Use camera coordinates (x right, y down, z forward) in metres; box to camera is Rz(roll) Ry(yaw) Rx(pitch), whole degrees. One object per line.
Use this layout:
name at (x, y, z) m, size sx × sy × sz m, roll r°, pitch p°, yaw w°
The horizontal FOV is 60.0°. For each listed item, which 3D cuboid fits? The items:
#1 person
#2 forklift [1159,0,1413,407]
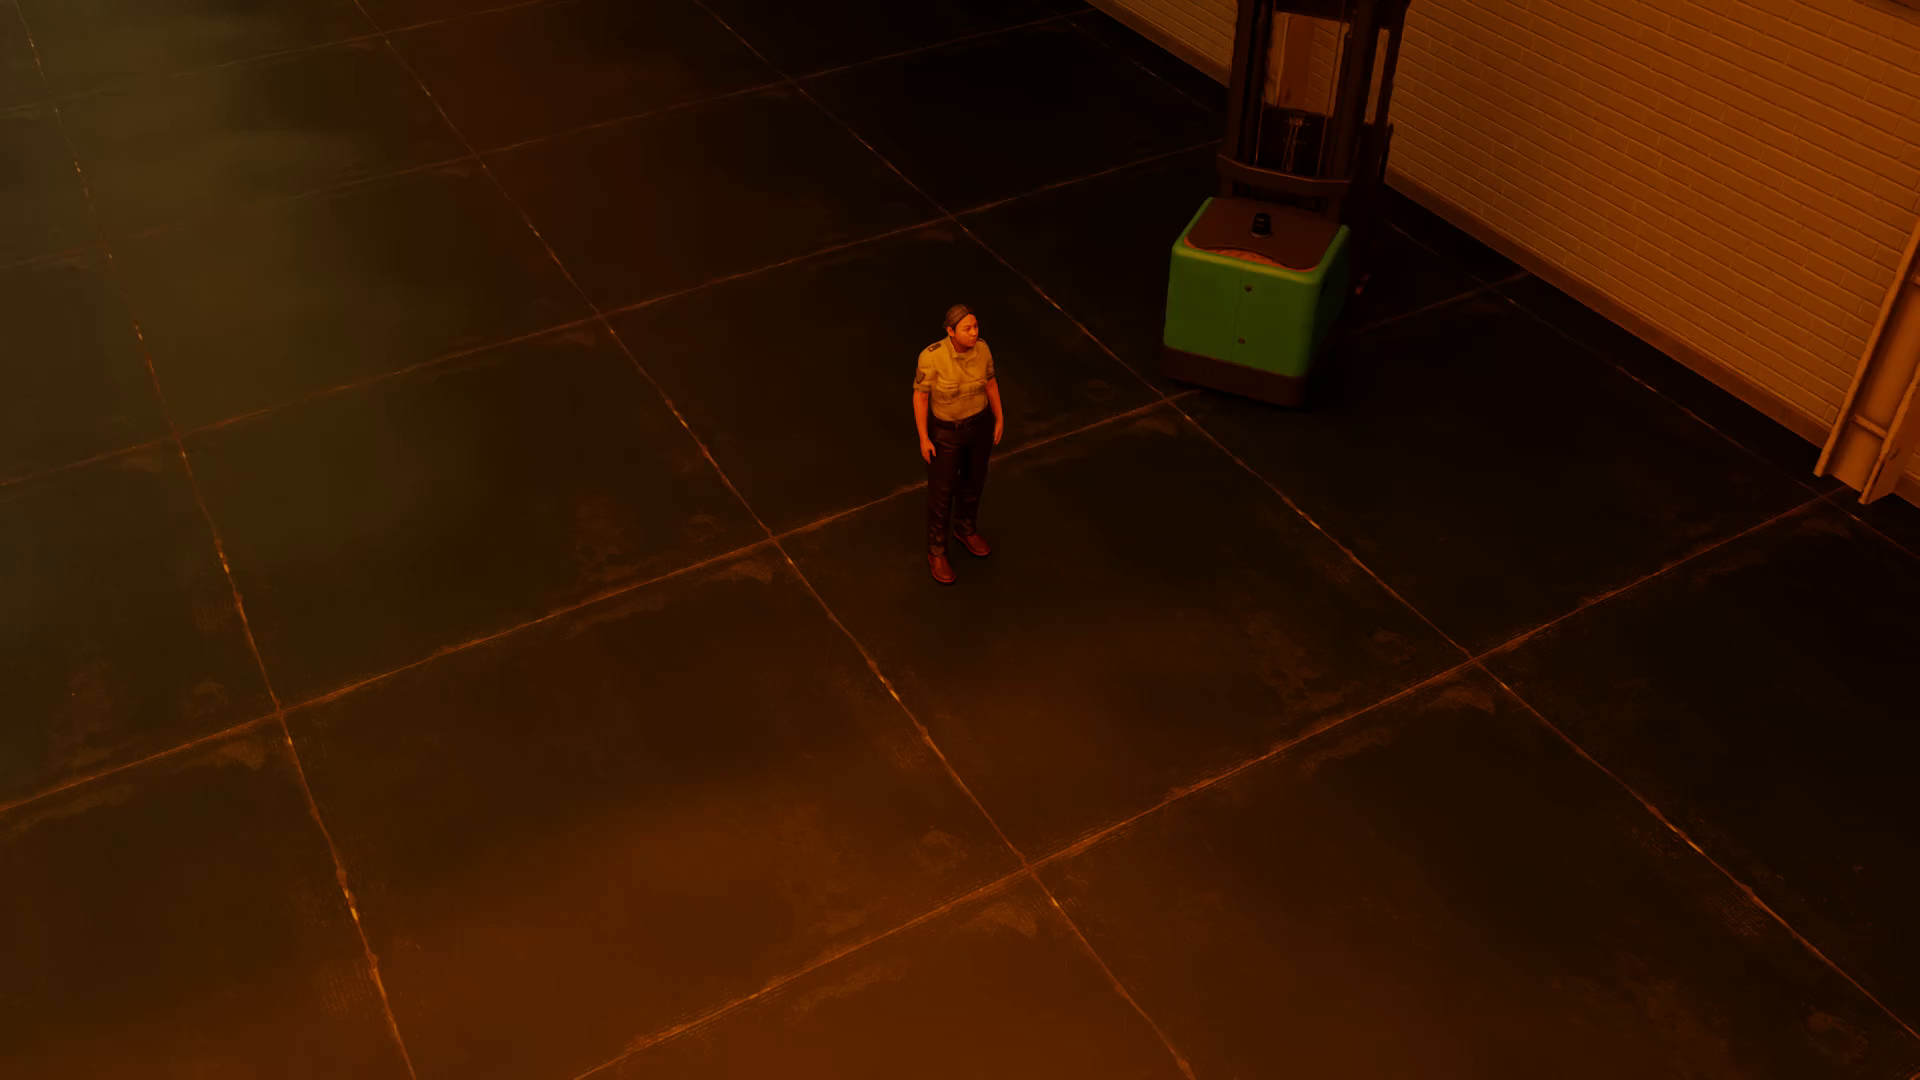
person at (0.025, -0.582, 9.733) m, size 0.598 × 1.651 × 0.502 m, roll -20°, pitch 44°, yaw -23°
forklift at (2.471, -2.969, 11.616) m, size 1.130 × 2.935 × 3.031 m, roll 16°, pitch 42°, yaw 19°
